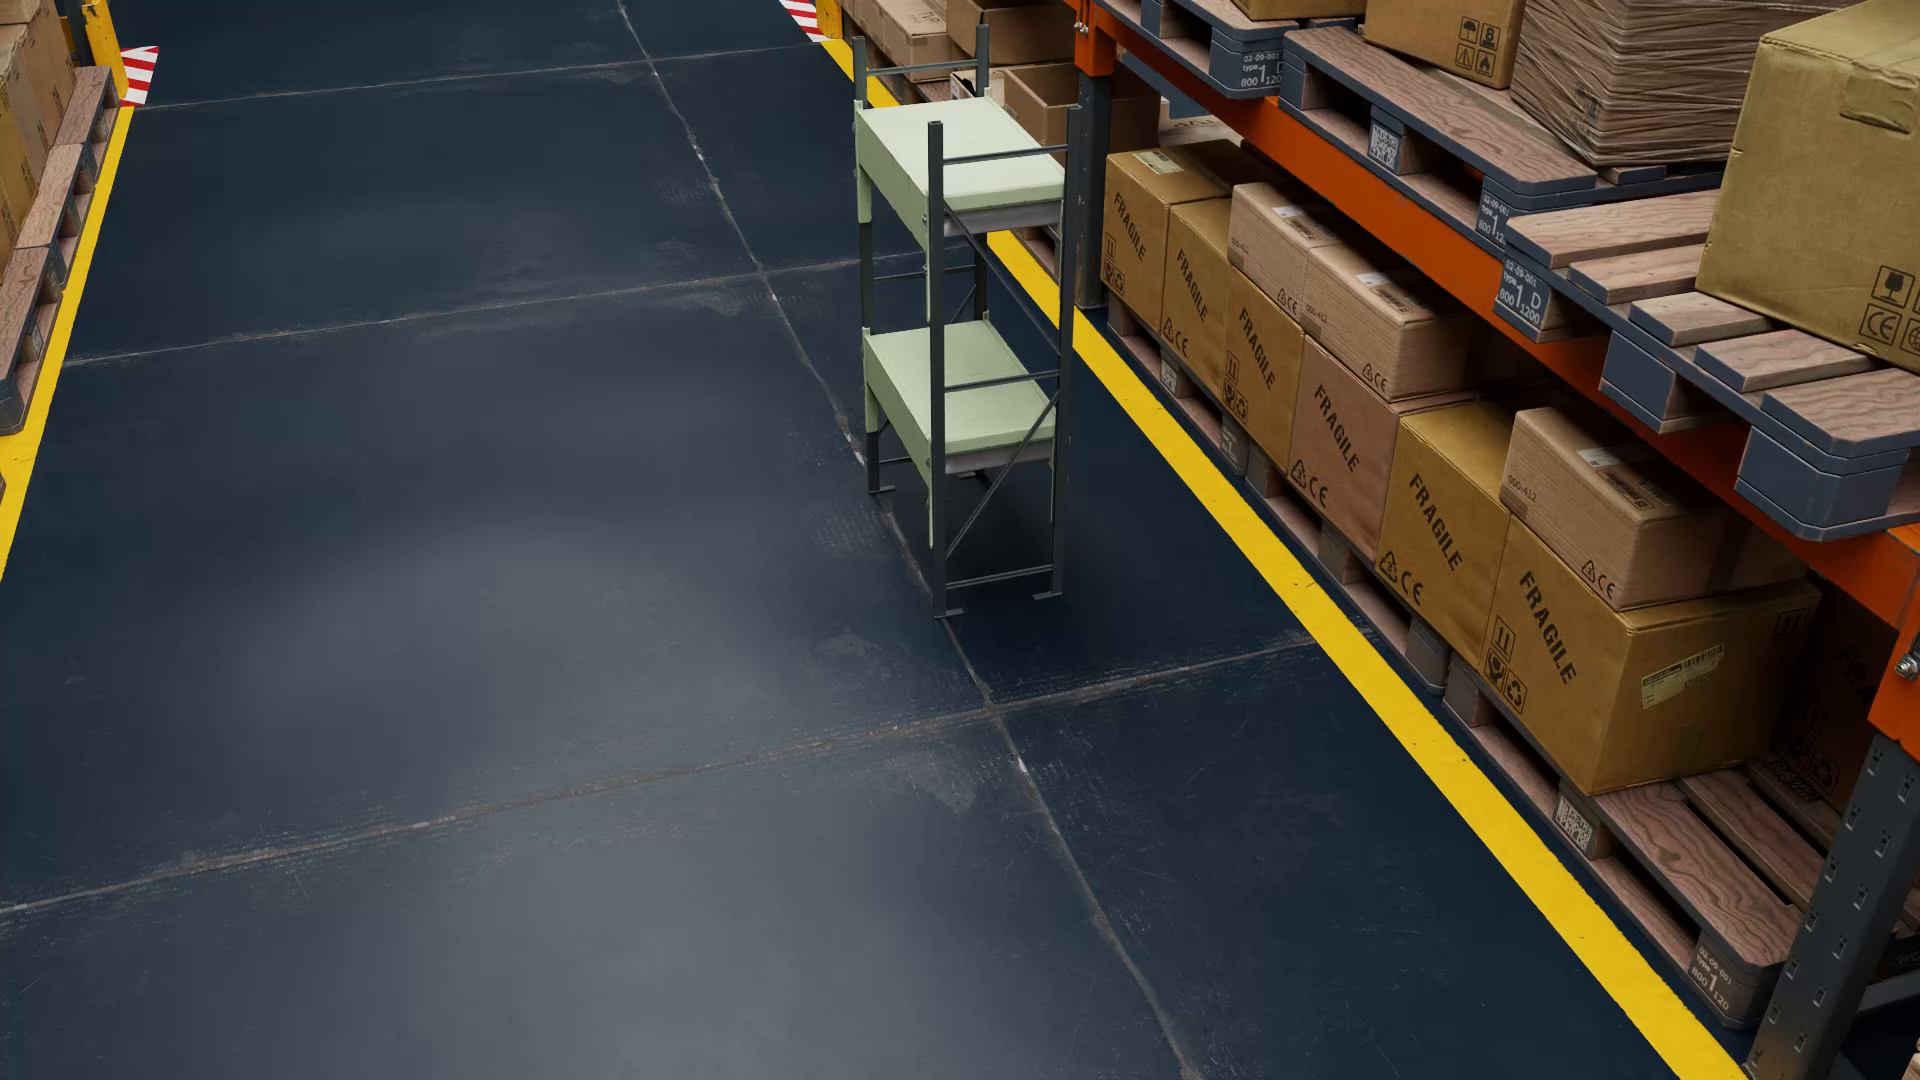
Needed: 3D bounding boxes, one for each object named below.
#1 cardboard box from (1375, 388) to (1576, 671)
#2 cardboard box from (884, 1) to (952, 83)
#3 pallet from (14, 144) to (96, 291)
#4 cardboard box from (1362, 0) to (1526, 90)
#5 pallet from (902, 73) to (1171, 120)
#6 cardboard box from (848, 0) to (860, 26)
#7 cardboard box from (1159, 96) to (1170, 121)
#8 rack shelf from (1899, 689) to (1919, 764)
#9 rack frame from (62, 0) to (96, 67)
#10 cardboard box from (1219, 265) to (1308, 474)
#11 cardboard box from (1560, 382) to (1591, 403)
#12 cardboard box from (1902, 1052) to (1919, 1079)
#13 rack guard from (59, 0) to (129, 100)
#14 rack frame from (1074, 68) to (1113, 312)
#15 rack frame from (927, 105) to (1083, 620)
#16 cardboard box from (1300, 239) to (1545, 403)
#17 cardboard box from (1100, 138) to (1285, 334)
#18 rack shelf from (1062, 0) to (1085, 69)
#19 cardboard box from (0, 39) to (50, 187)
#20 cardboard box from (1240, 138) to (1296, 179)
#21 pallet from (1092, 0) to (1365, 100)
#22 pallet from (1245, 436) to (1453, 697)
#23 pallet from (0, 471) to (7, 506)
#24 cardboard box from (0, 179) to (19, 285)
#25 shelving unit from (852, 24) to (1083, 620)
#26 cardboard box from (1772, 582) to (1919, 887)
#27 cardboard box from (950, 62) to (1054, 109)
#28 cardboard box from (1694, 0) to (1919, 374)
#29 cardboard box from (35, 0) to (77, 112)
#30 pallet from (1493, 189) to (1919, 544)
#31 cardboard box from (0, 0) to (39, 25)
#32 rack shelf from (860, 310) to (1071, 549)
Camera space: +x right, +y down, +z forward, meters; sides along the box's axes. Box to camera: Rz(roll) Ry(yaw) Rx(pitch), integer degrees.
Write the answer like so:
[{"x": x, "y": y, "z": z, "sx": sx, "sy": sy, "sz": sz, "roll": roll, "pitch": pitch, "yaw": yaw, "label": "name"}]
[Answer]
[{"x": 1.493, "y": -0.039, "z": 4.457, "sx": 0.500, "sy": 0.500, "sz": 0.500, "roll": -11, "pitch": 35, "yaw": -16, "label": "cardboard box"}, {"x": -0.081, "y": -2.554, "z": 8.489, "sx": 0.500, "sy": 0.250, "sz": 0.500, "roll": -10, "pitch": 35, "yaw": -15, "label": "cardboard box"}, {"x": -4.311, "y": -1.331, "z": 7.073, "sx": 1.003, "sy": 0.211, "sz": 1.213, "roll": -10, "pitch": 35, "yaw": -15, "label": "pallet"}, {"x": 1.537, "y": -1.575, "z": 4.441, "sx": 0.700, "sy": 0.500, "sz": 0.500, "roll": -19, "pitch": 38, "yaw": -27, "label": "cardboard box"}, {"x": 0.354, "y": -2.114, "z": 8.259, "sx": 1.003, "sy": 0.211, "sz": 1.213, "roll": -10, "pitch": 35, "yaw": -15, "label": "pallet"}, {"x": -0.405, "y": -2.968, "z": 9.192, "sx": 0.380, "sy": 0.166, "sz": 0.250, "roll": -10, "pitch": 35, "yaw": -15, "label": "cardboard box"}, {"x": 0.743, "y": -1.986, "z": 7.706, "sx": 0.380, "sy": 0.166, "sz": 0.250, "roll": -10, "pitch": 35, "yaw": -15, "label": "cardboard box"}, {"x": 2.769, "y": 1.175, "z": 1.404, "sx": 1.077, "sy": 0.370, "sz": 4.000, "roll": -10, "pitch": 35, "yaw": -15, "label": "rack shelf"}, {"x": -4.998, "y": -3.541, "z": 7.887, "sx": 1.000, "sy": 3.000, "sz": 0.127, "roll": -10, "pitch": 35, "yaw": -15, "label": "rack frame"}, {"x": 1.173, "y": -0.579, "z": 5.274, "sx": 0.500, "sy": 0.500, "sz": 0.500, "roll": -10, "pitch": 35, "yaw": -14, "label": "cardboard box"}, {"x": 1.979, "y": -0.141, "z": 4.611, "sx": 0.500, "sy": 0.500, "sz": 0.500, "roll": -10, "pitch": 35, "yaw": -15, "label": "cardboard box"}, {"x": 2.039, "y": 1.121, "z": 2.946, "sx": 0.500, "sy": 0.250, "sz": 0.500, "roll": -10, "pitch": 35, "yaw": -15, "label": "cardboard box"}, {"x": -5.005, "y": -2.510, "z": 8.596, "sx": 1.175, "sy": 0.500, "sz": 0.348, "roll": -10, "pitch": 35, "yaw": -15, "label": "rack guard"}, {"x": 0.939, "y": -2.276, "z": 5.973, "sx": 1.000, "sy": 3.000, "sz": 0.127, "roll": -10, "pitch": 35, "yaw": -15, "label": "rack frame"}, {"x": 0.114, "y": -0.430, "z": 4.540, "sx": 0.400, "sy": 1.500, "sz": 0.023, "roll": -10, "pitch": 35, "yaw": -15, "label": "rack frame"}, {"x": 1.313, "y": -0.646, "z": 4.695, "sx": 0.500, "sy": 0.250, "sz": 0.500, "roll": -11, "pitch": 35, "yaw": -16, "label": "cardboard box"}, {"x": 0.854, "y": -1.121, "z": 6.094, "sx": 0.500, "sy": 0.500, "sz": 0.500, "roll": -12, "pitch": 35, "yaw": -17, "label": "cardboard box"}, {"x": 0.329, "y": -3.025, "z": 7.760, "sx": 1.077, "sy": 0.370, "sz": 4.000, "roll": -10, "pitch": 35, "yaw": -15, "label": "rack shelf"}, {"x": -4.382, "y": -1.796, "z": 7.133, "sx": 0.700, "sy": 0.500, "sz": 0.500, "roll": -11, "pitch": 35, "yaw": -16, "label": "cardboard box"}, {"x": 1.362, "y": -1.205, "z": 6.222, "sx": 0.500, "sy": 0.500, "sz": 0.500, "roll": -10, "pitch": 35, "yaw": -15, "label": "cardboard box"}, {"x": 1.079, "y": -1.758, "z": 5.363, "sx": 1.003, "sy": 0.211, "sz": 1.213, "roll": -10, "pitch": 35, "yaw": -15, "label": "pallet"}, {"x": 1.599, "y": -0.050, "z": 5.134, "sx": 1.003, "sy": 0.211, "sz": 1.213, "roll": -10, "pitch": 35, "yaw": -15, "label": "pallet"}, {"x": -3.470, "y": 0.115, "z": 4.884, "sx": 1.003, "sy": 0.211, "sz": 1.213, "roll": -10, "pitch": 35, "yaw": -15, "label": "pallet"}, {"x": -4.058, "y": -1.247, "z": 6.303, "sx": 0.700, "sy": 0.500, "sz": 0.500, "roll": -10, "pitch": 35, "yaw": -15, "label": "cardboard box"}, {"x": 0.002, "y": -0.622, "z": 4.831, "sx": 0.431, "sy": 1.500, "sz": 0.755, "roll": -10, "pitch": 35, "yaw": -15, "label": "shelving unit"}, {"x": 2.292, "y": 0.397, "z": 3.797, "sx": 0.500, "sy": 0.500, "sz": 0.500, "roll": -9, "pitch": 34, "yaw": -13, "label": "cardboard box"}, {"x": 0.266, "y": -1.983, "z": 7.569, "sx": 0.500, "sy": 0.311, "sz": 0.500, "roll": -10, "pitch": 35, "yaw": -15, "label": "cardboard box"}, {"x": 1.860, "y": -0.704, "z": 3.123, "sx": 0.700, "sy": 0.500, "sz": 0.500, "roll": -23, "pitch": 40, "yaw": -30, "label": "cardboard box"}, {"x": -4.689, "y": -2.322, "z": 7.930, "sx": 0.700, "sy": 0.500, "sz": 0.500, "roll": -10, "pitch": 35, "yaw": -15, "label": "cardboard box"}, {"x": 1.885, "y": -0.439, "z": 3.368, "sx": 1.213, "sy": 0.211, "sz": 1.003, "roll": -10, "pitch": 35, "yaw": -15, "label": "pallet"}, {"x": -4.398, "y": -2.422, "z": 7.493, "sx": 0.380, "sy": 0.149, "sz": 0.250, "roll": -9, "pitch": 35, "yaw": -13, "label": "cardboard box"}, {"x": 0.002, "y": -0.350, "z": 5.011, "sx": 0.431, "sy": 0.370, "sz": 0.720, "roll": -10, "pitch": 35, "yaw": -15, "label": "rack shelf"}]
